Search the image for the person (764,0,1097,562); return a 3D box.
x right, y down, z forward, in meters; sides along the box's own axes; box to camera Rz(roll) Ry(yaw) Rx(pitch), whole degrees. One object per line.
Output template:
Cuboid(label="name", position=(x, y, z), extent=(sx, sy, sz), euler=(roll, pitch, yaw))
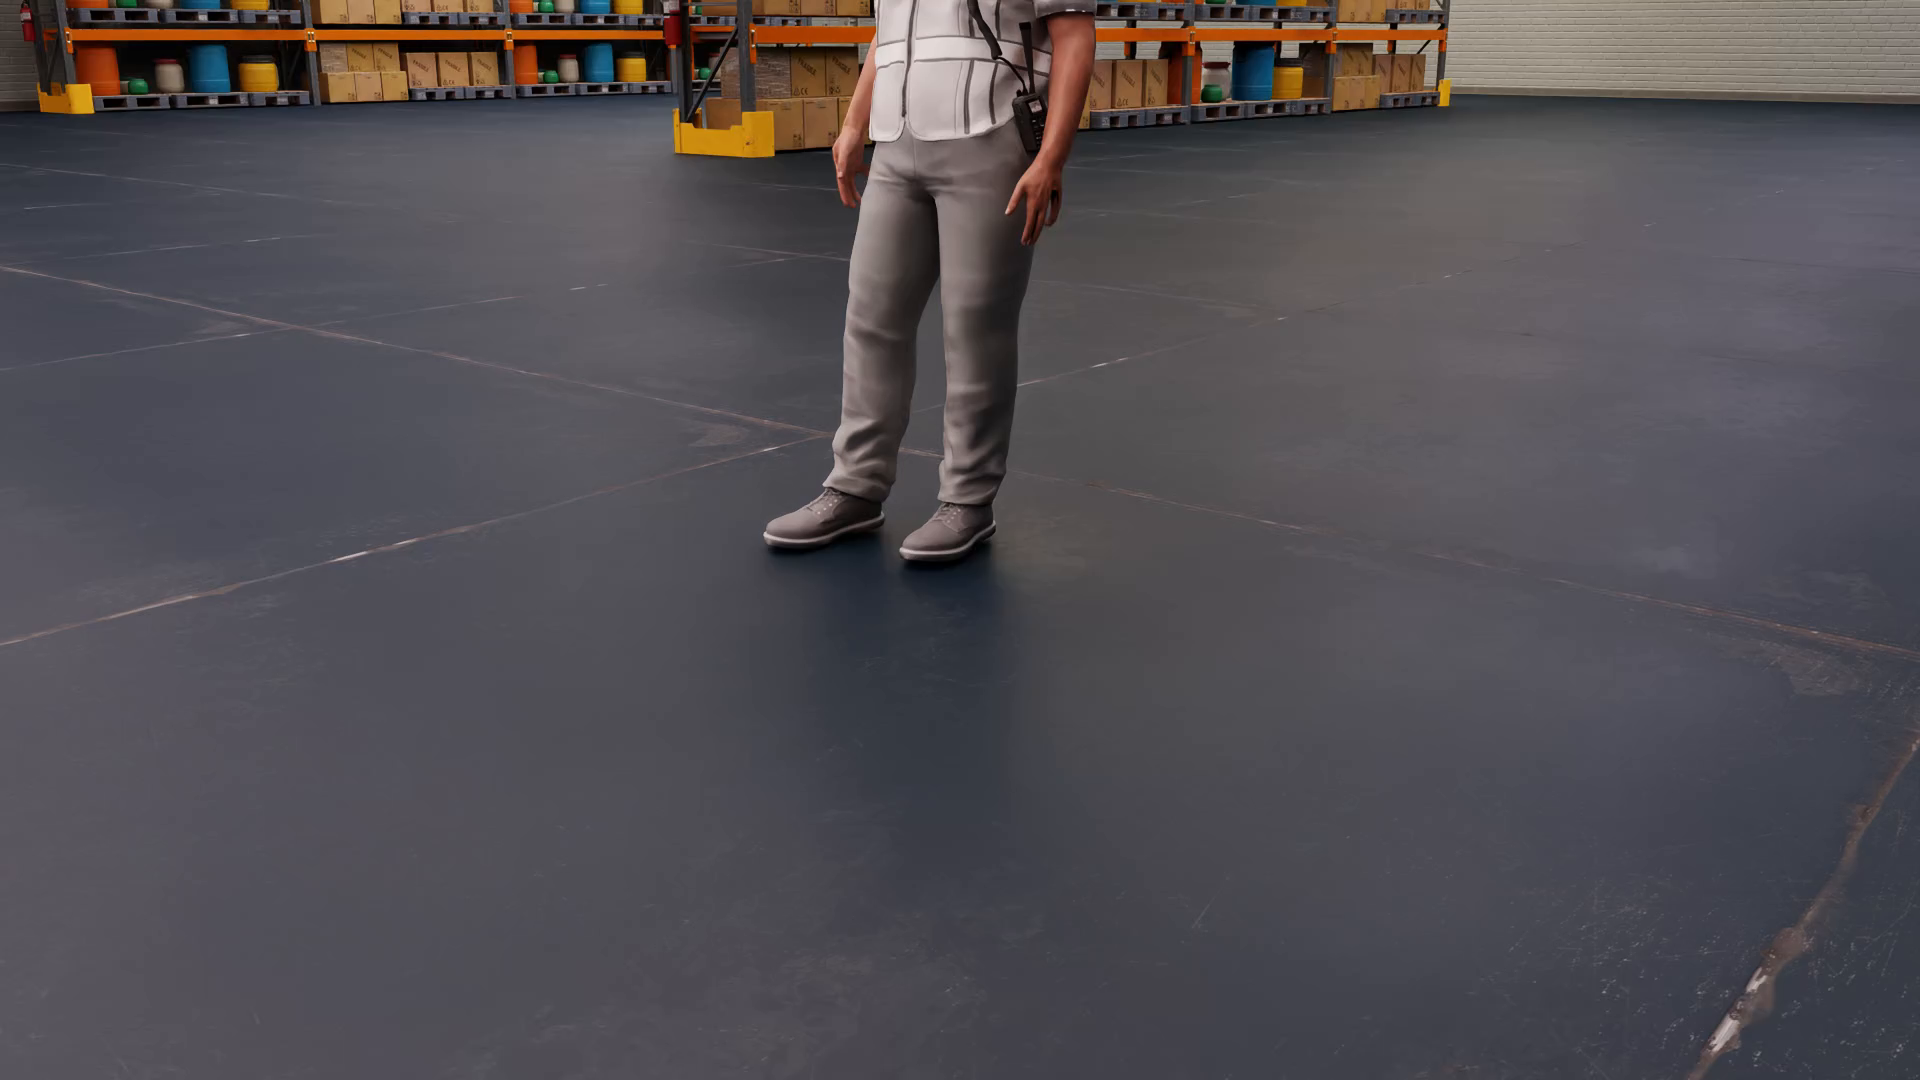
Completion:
Cuboid(label="person", position=(-0.059, -0.843, 3.632), extent=(0.640, 1.778, 0.575), euler=(13, 21, 37))
